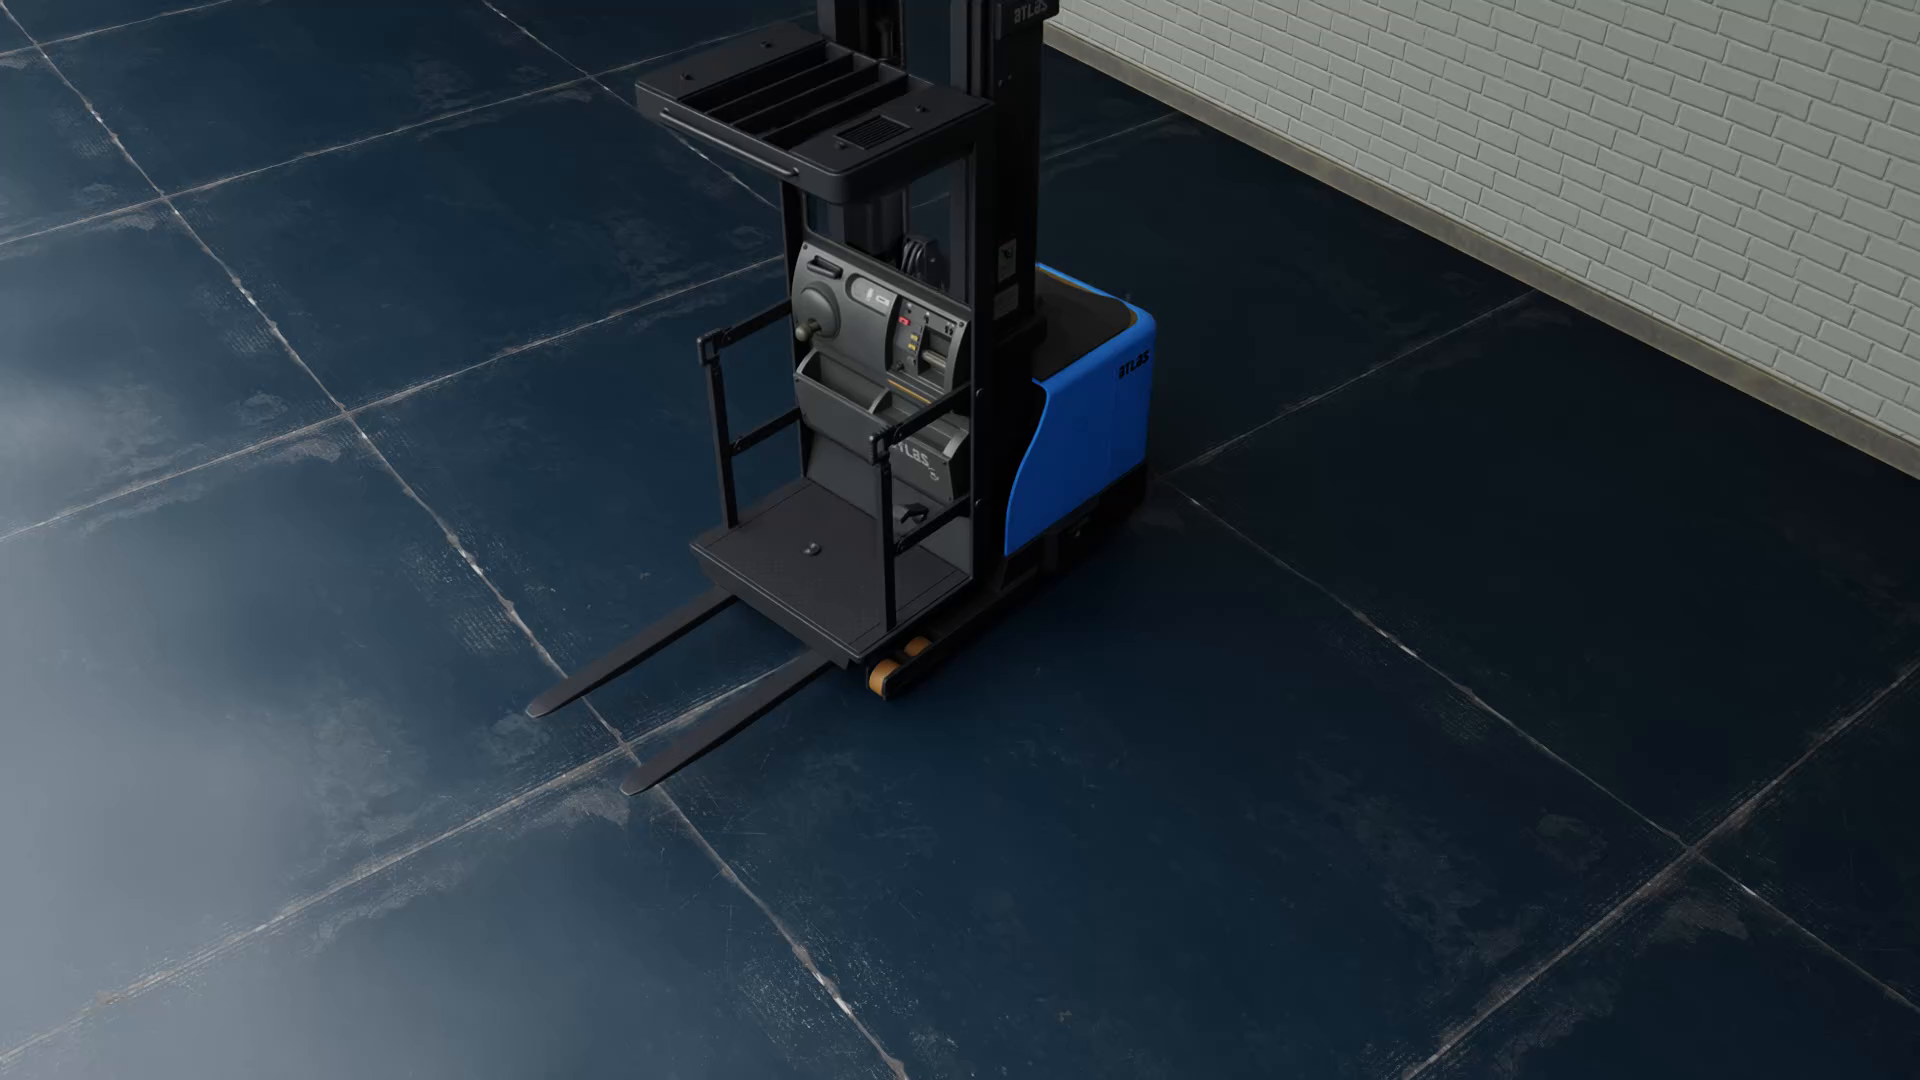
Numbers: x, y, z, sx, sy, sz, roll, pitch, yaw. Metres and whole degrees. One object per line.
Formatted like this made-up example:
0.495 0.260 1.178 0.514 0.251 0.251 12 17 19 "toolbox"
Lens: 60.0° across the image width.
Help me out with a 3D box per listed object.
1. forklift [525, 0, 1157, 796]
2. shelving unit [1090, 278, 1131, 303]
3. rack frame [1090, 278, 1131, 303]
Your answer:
-0.477 -0.830 6.584 1.130 2.935 3.031 31 48 32 "forklift"
0.639 -0.812 8.158 0.258 0.900 0.210 30 46 31 "shelving unit"
0.707 -0.857 8.219 0.240 0.900 0.006 30 46 31 "rack frame"
